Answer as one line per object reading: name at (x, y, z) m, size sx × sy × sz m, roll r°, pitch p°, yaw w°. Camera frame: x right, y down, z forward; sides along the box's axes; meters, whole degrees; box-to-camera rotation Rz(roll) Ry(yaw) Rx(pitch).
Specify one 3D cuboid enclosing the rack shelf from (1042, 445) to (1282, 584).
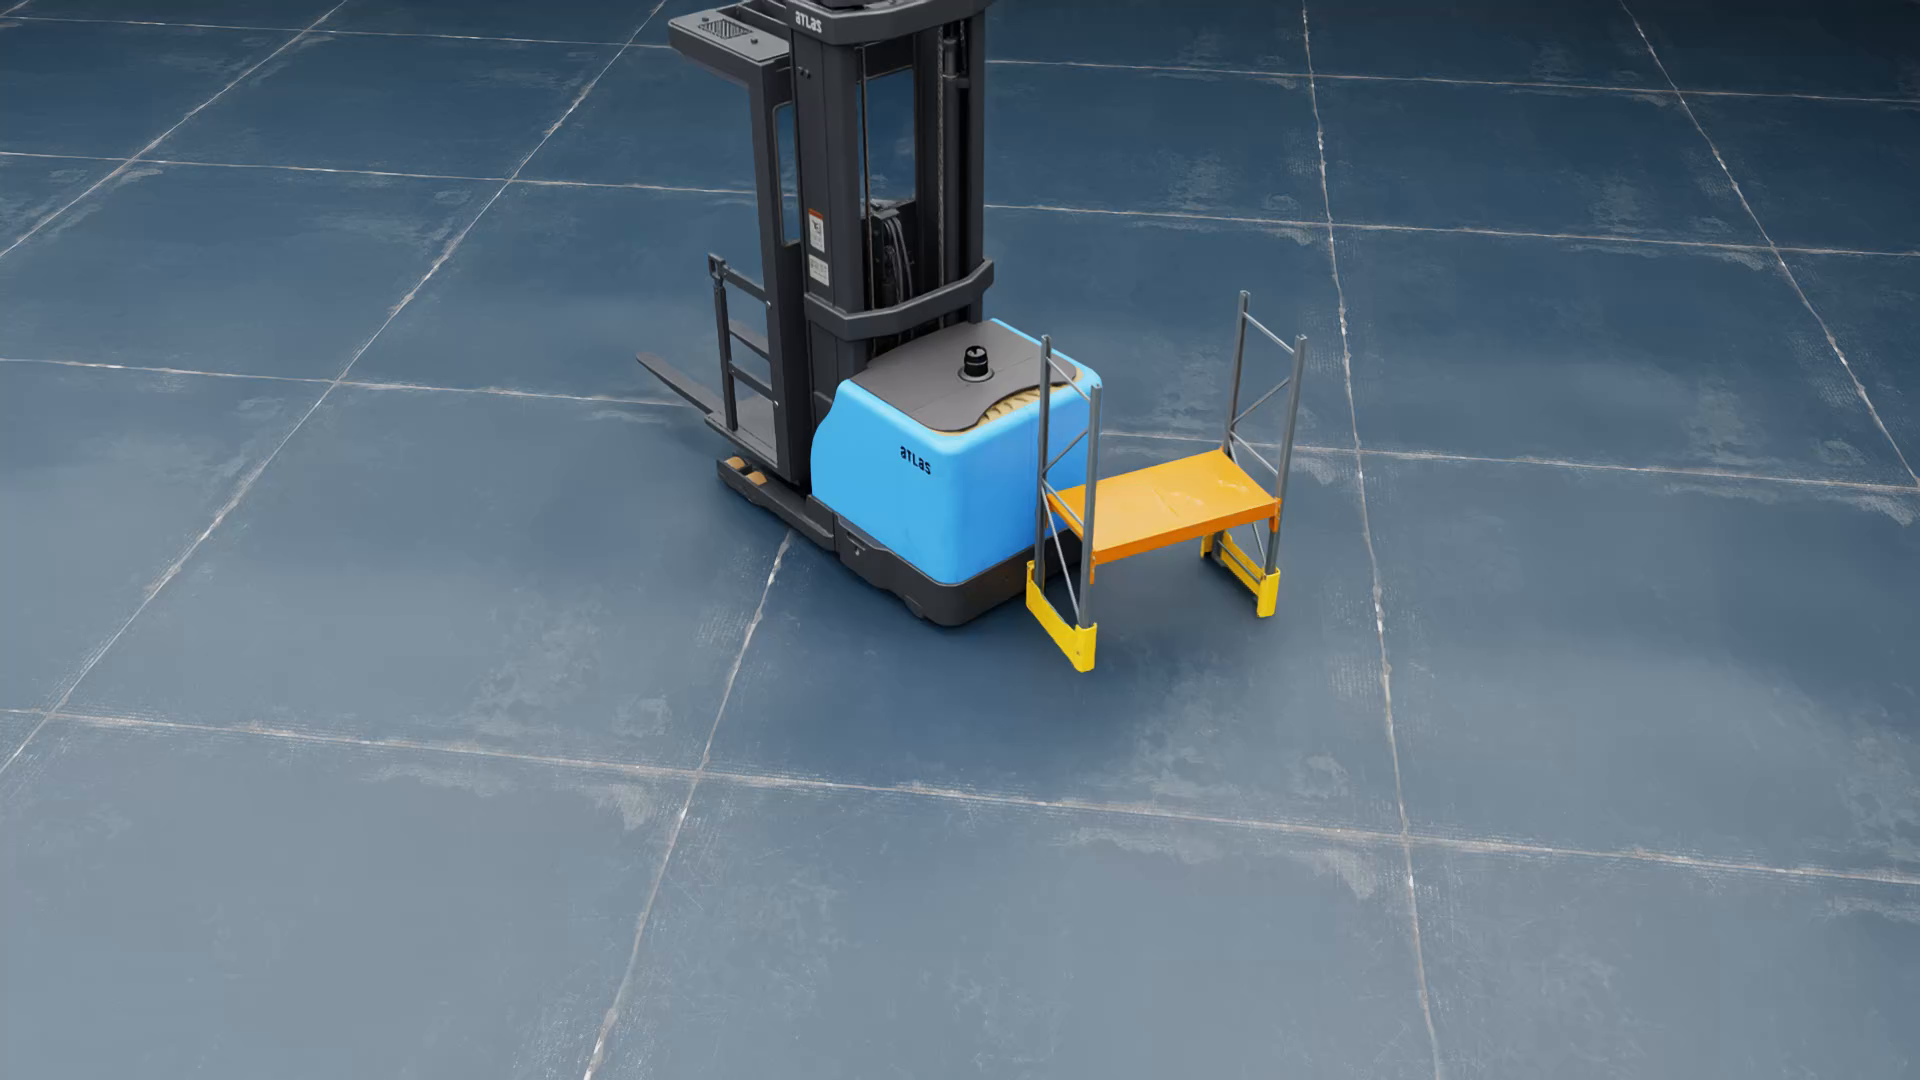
rack shelf at (0.936, -0.131, 7.809) m, size 1.000 × 0.185 × 0.538 m, roll -15°, pitch 38°, yaw -20°

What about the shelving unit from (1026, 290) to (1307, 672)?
shelving unit at (0.928, -0.275, 7.702) m, size 1.083 × 1.500 × 0.587 m, roll -15°, pitch 38°, yaw -20°

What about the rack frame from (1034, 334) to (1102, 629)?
rack frame at (0.474, -0.155, 7.533) m, size 0.032 × 1.500 × 0.500 m, roll -15°, pitch 38°, yaw -20°

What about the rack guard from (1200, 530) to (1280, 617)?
rack guard at (1.381, 0.113, 8.233) m, size 0.087 × 0.250 × 0.587 m, roll -15°, pitch 38°, yaw -20°

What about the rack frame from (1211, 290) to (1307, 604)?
rack frame at (1.399, -0.400, 7.876) m, size 0.032 × 1.500 × 0.500 m, roll -15°, pitch 38°, yaw -20°

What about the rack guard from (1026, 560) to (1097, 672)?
rack guard at (0.475, 0.353, 7.897) m, size 0.087 × 0.250 × 0.587 m, roll -15°, pitch 38°, yaw -20°

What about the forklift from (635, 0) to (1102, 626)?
forklift at (-0.659, -1.563, 8.274) m, size 1.130 × 2.935 × 3.031 m, roll -27°, pitch 43°, yaw -32°
